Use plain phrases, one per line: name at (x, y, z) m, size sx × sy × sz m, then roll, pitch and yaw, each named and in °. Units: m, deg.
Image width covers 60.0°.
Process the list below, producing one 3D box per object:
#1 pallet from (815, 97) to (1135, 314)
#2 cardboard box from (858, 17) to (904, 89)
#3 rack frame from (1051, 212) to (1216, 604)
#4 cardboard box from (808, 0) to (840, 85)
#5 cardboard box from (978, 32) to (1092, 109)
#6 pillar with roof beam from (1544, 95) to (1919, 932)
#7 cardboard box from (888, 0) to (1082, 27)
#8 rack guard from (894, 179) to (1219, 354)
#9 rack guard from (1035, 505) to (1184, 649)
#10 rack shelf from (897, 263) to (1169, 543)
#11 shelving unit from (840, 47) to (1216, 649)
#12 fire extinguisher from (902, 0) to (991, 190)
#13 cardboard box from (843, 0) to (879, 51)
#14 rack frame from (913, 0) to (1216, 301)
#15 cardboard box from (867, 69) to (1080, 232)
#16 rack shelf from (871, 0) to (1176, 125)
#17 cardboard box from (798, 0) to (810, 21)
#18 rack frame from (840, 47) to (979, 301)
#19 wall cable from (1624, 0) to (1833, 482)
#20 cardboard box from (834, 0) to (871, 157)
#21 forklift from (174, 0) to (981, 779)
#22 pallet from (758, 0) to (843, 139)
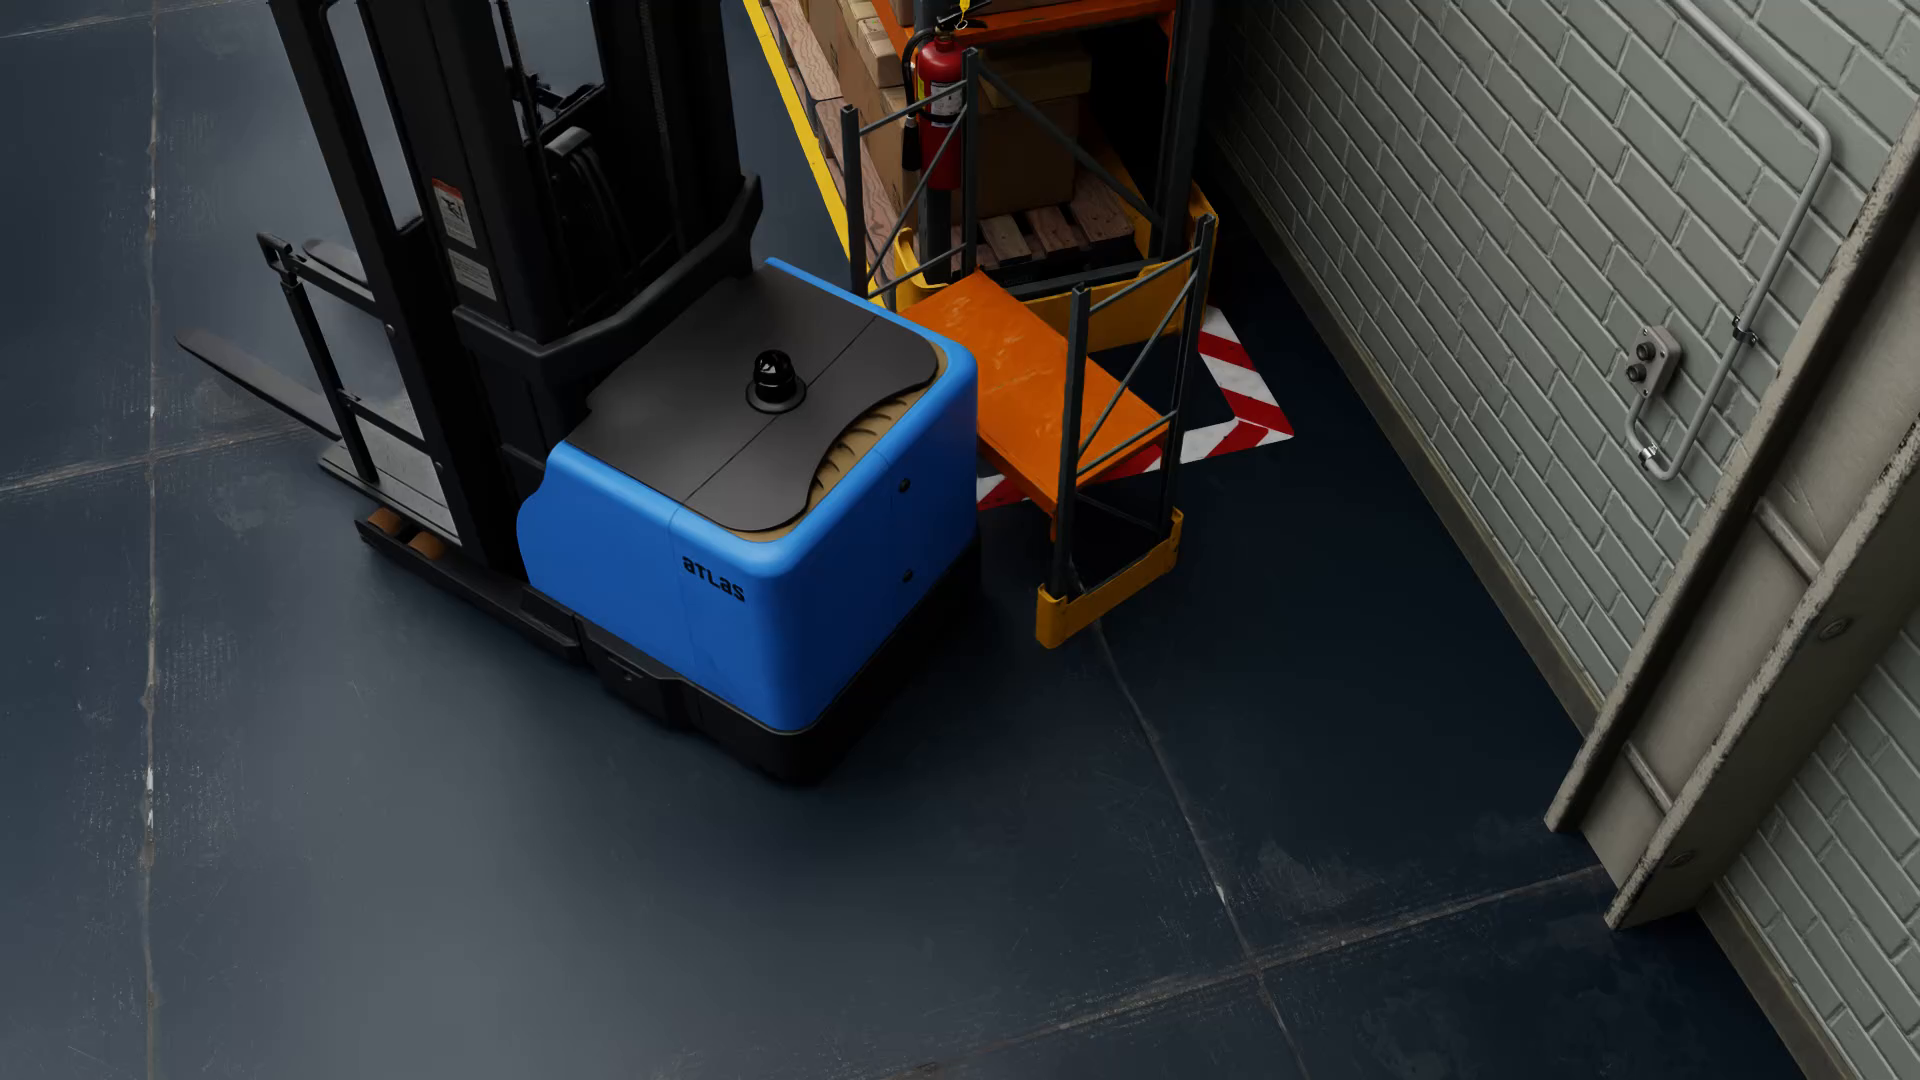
pallet at (0.035, -1.460, 6.842) m, size 1.003 × 0.211 × 1.213 m, roll -13°, pitch 51°, yaw -11°
cardboard box at (-0.168, -1.872, 6.302) m, size 0.380 × 0.149 × 0.250 m, roll -14°, pitch 51°, yaw -11°
rack frame at (0.494, -0.284, 5.008) m, size 0.500 × 1.500 × 0.032 m, roll -32°, pitch 57°, yaw -24°
cardboard box at (-0.253, -2.343, 7.124) m, size 0.700 × 0.500 × 0.500 m, roll -15°, pitch 51°, yaw -12°
cardboard box at (0.272, -1.773, 6.219) m, size 0.380 × 0.149 × 0.250 m, roll -13°, pitch 51°, yaw -11°
pillar with roof beam at (-2.141, -0.976, 0.687) m, size 9.100 × 9.000 × 0.400 m, roll -13°, pitch 51°, yaw -11°
cardboard box at (0.186, -2.259, 5.496) m, size 0.980 × 0.700 × 0.700 m, roll -11°, pitch 51°, yaw -9°
rack guard at (0.354, -0.969, 6.240) m, size 1.175 × 0.500 × 0.348 m, roll -13°, pitch 51°, yaw -11°
rack guard at (0.493, 0.119, 5.486) m, size 0.587 × 0.250 × 0.087 m, roll -32°, pitch 57°, yaw -24°
rack shelf at (0.173, -0.469, 5.400) m, size 0.538 × 0.185 × 1.000 m, roll -32°, pitch 57°, yaw -24°
shelving unit at (0.179, -0.580, 5.258) m, size 0.587 × 1.500 × 1.083 m, roll -32°, pitch 57°, yaw -24°
fire extinguisher at (-0.050, -1.432, 5.290) m, size 0.296 × 0.674 × 0.183 m, roll -13°, pitch 51°, yaw -11°
cardboard box at (-0.244, -2.059, 6.460) m, size 0.380 × 0.149 × 0.250 m, roll -12°, pitch 51°, yaw -10°
rack frame at (0.347, -1.792, 5.299) m, size 1.000 × 3.000 × 0.127 m, roll -13°, pitch 51°, yaw -11°
cardboard box at (0.044, -1.610, 6.506) m, size 0.700 × 0.500 × 0.500 m, roll -13°, pitch 51°, yaw -11°
rack shelf at (-0.245, -3.021, 6.805) m, size 1.077 × 0.370 × 4.000 m, roll -13°, pitch 51°, yaw -11°
cardboard box at (-0.418, -2.731, 7.450) m, size 0.700 × 0.500 × 0.500 m, roll -12°, pitch 51°, yaw -10°
rack frame at (-0.147, -0.887, 5.516) m, size 0.500 × 1.500 × 0.032 m, roll -32°, pitch 57°, yaw -24°
wall cable at (1.629, -1.398, 4.302) m, size 0.084 × 1.984 × 1.851 m, roll -13°, pitch 51°, yaw -11°
cardboard box at (-0.104, -1.976, 6.814) m, size 0.700 × 0.500 × 0.500 m, roll -13°, pitch 51°, yaw -11°
forklift at (-1.441, -1.119, 4.776) m, size 3.031 × 2.935 × 1.130 m, roll 27°, pitch 55°, yaw 21°
pallet at (-0.322, -2.349, 7.592) m, size 1.003 × 0.211 × 1.213 m, roll -13°, pitch 51°, yaw -11°
